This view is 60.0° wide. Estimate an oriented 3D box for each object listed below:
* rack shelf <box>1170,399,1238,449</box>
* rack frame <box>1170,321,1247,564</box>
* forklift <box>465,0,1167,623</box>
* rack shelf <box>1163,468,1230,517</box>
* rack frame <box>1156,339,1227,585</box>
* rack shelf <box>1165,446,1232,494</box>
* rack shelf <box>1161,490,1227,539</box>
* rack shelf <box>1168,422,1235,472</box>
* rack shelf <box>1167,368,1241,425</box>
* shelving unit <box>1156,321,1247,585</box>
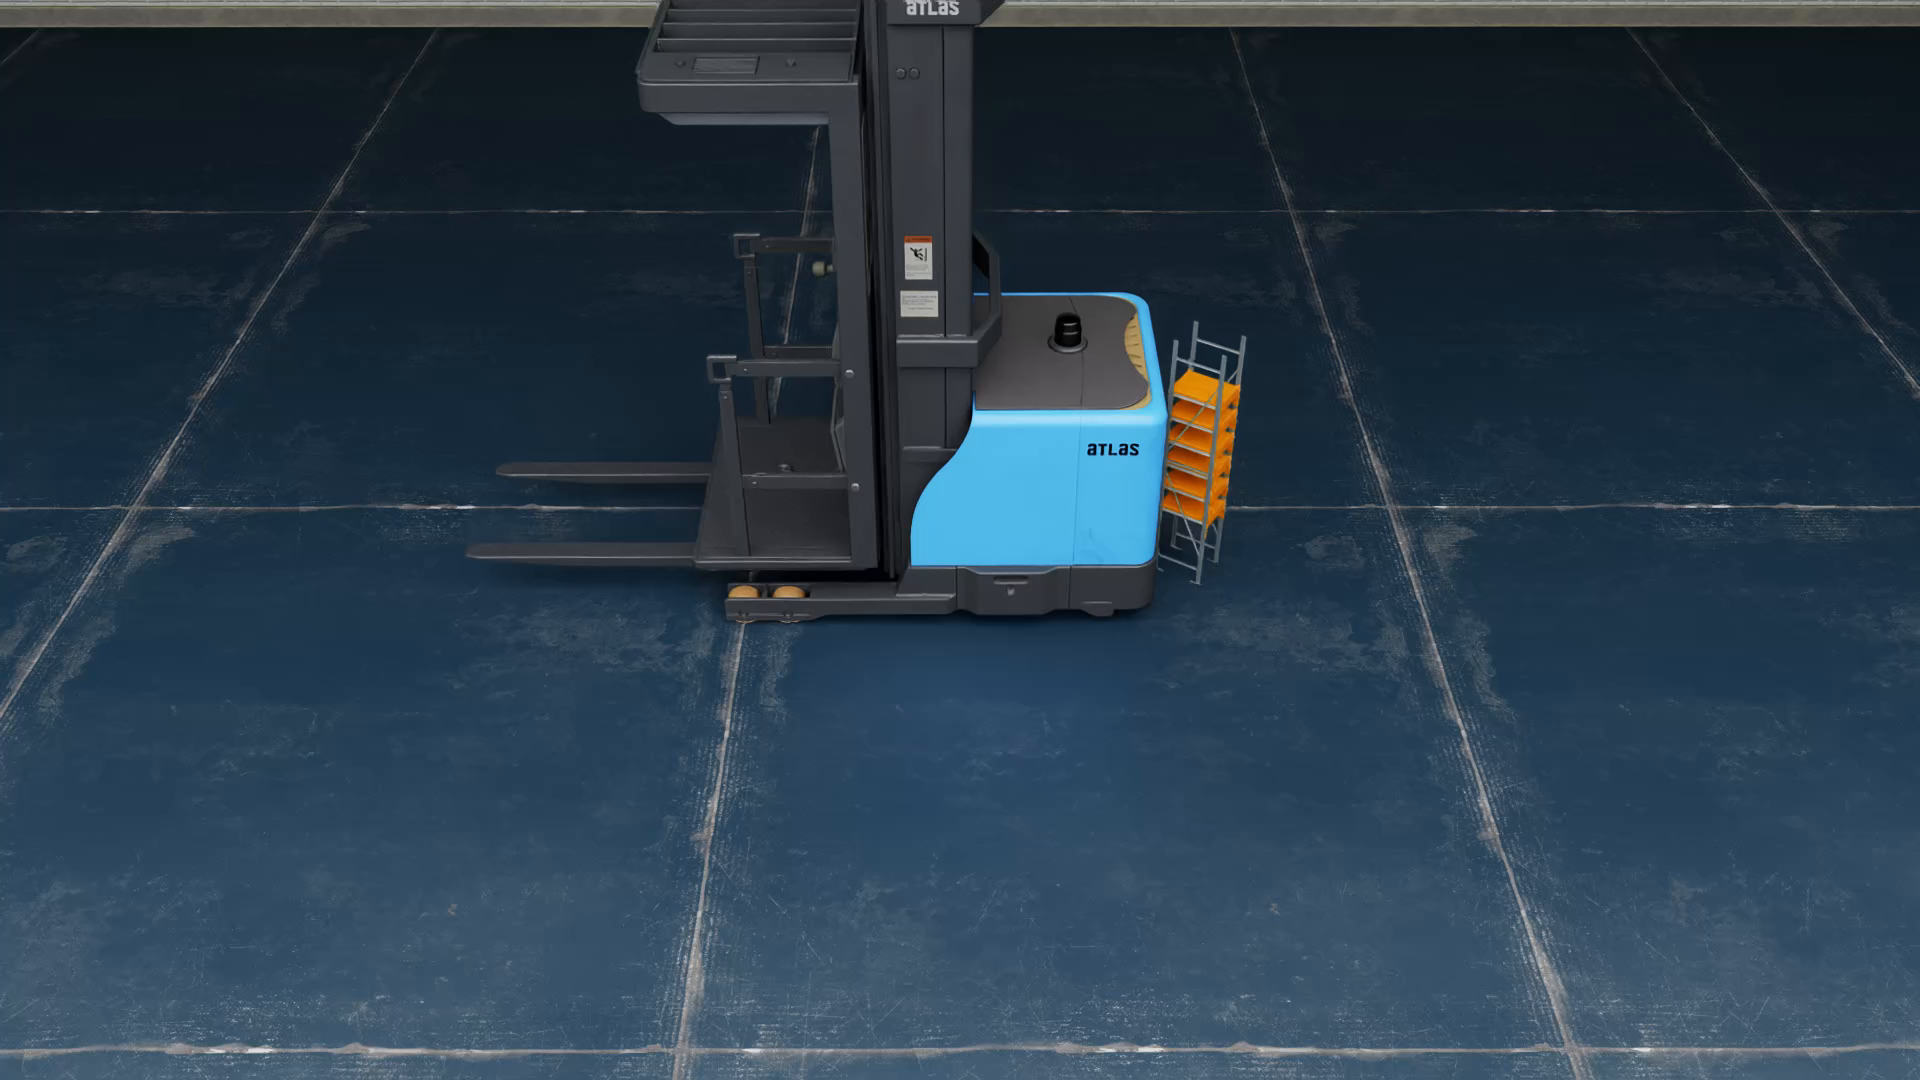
[{"bbox_3d":[1.032,-0.513,7.115,0.258,0.103,0.180,22,43,25],"label":"rack shelf"},{"bbox_3d":[1.081,-0.405,7.295,0.240,1.200,0.006,22,43,25],"label":"rack frame"},{"bbox_3d":[-0.662,-1.111,6.793,3.031,2.935,1.130,0,39,0],"label":"forklift"},{"bbox_3d":[1.030,-0.228,7.335,0.258,0.103,0.180,22,43,25],"label":"rack shelf"},{"bbox_3d":[0.981,-0.312,7.174,0.240,1.200,0.006,22,43,25],"label":"rack frame"},{"bbox_3d":[1.031,-0.323,7.262,0.258,0.103,0.180,22,43,25],"label":"rack shelf"},{"bbox_3d":[1.030,-0.134,7.408,0.258,0.103,0.180,22,43,25],"label":"rack shelf"},{"bbox_3d":[1.031,-0.418,7.188,0.258,0.103,0.180,22,43,25],"label":"rack shelf"},{"bbox_3d":[1.032,-0.608,7.041,0.258,0.103,0.180,22,43,25],"label":"rack shelf"},{"bbox_3d":[1.031,-0.358,7.234,0.258,1.200,0.189,22,43,25],"label":"shelving unit"}]
